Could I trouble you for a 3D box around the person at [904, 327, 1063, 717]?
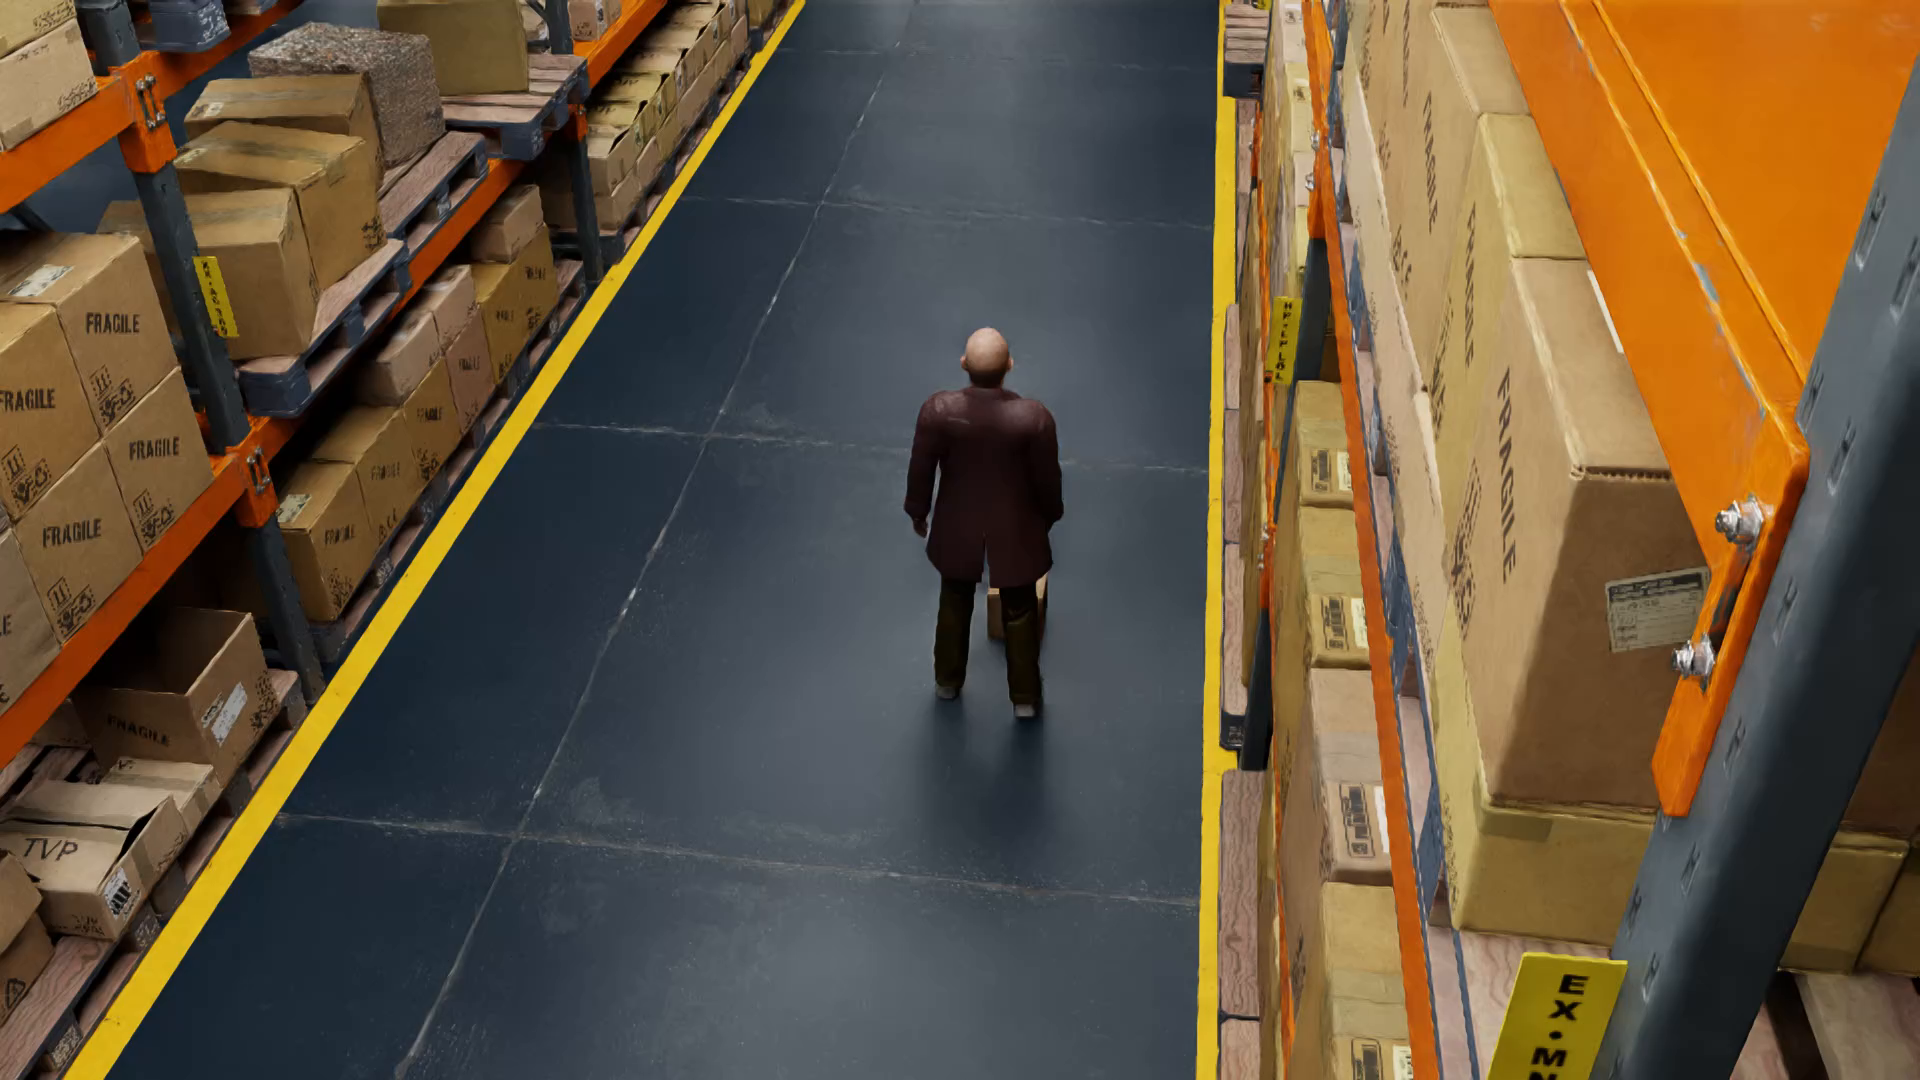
[{"bbox_3d":[0.093,-0.067,6.788,0.645,1.822,0.476,5,36,7],"label":"person"}]
